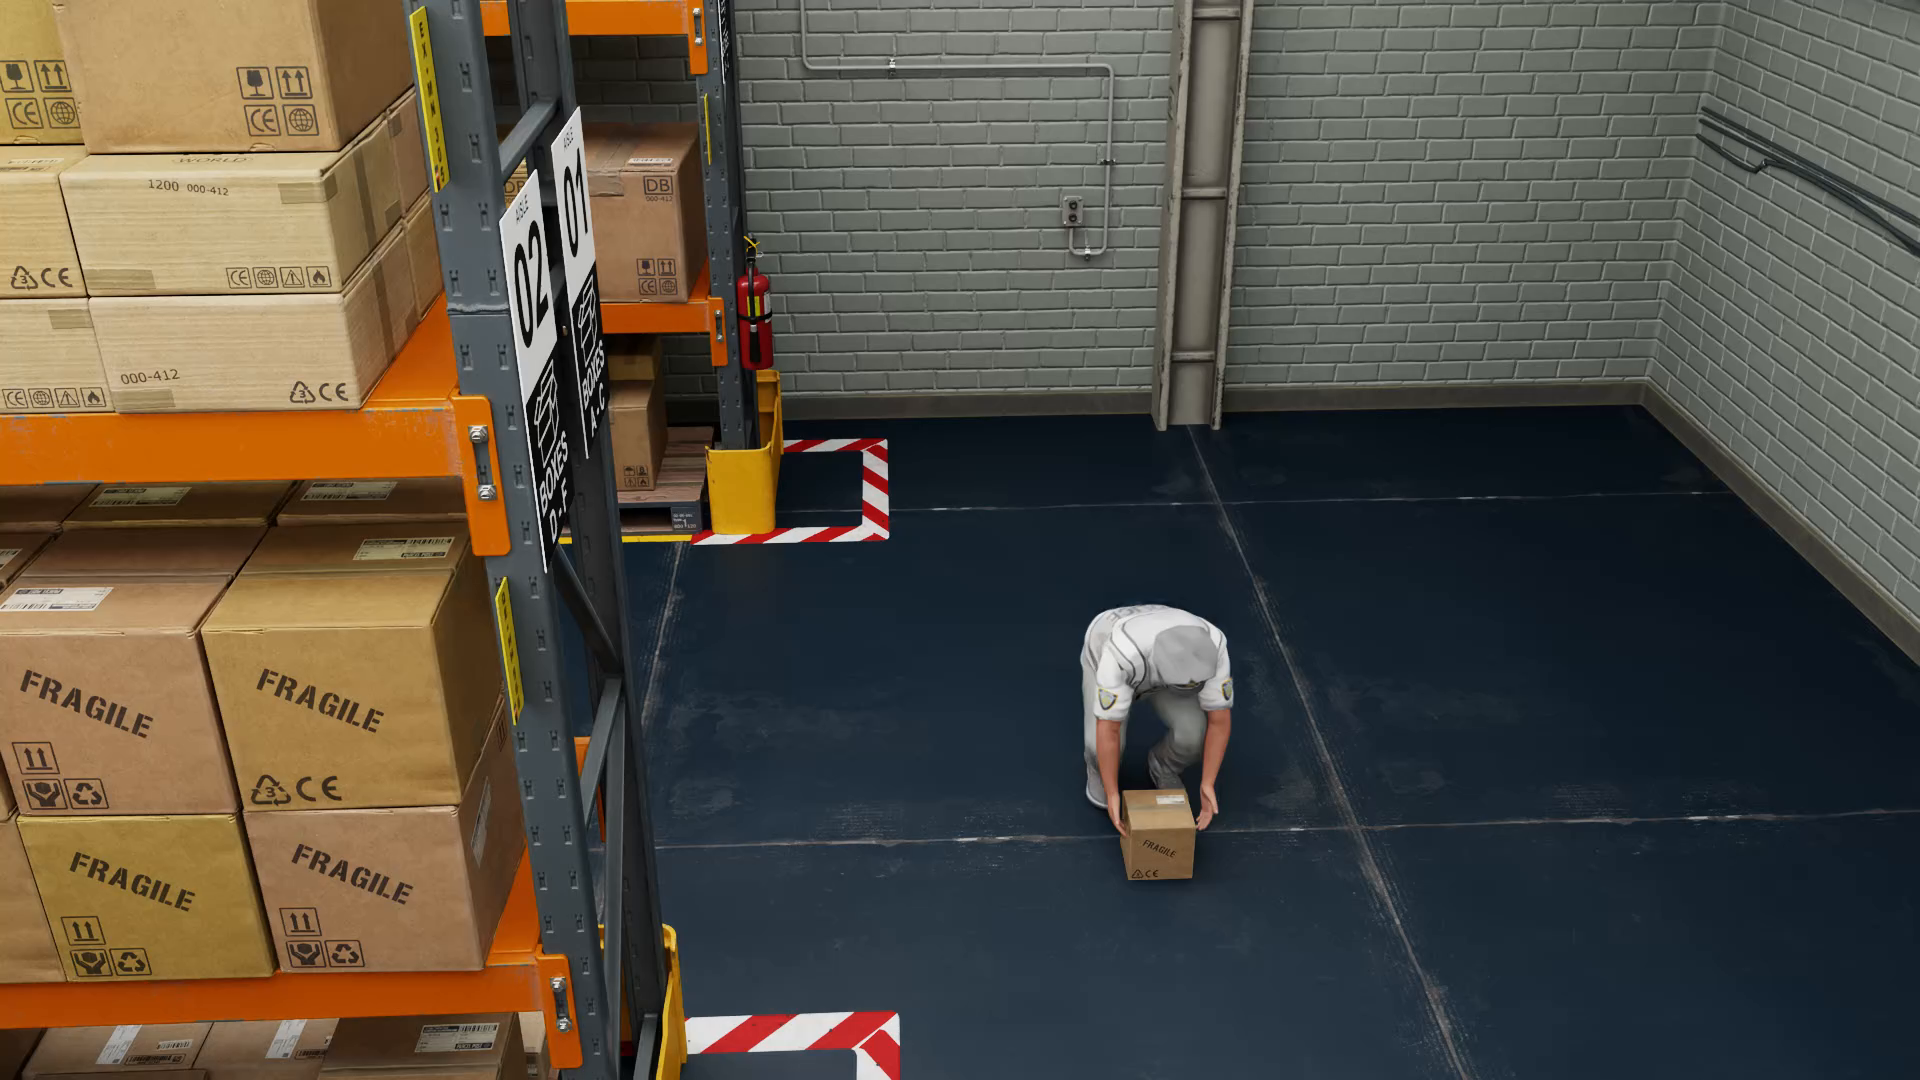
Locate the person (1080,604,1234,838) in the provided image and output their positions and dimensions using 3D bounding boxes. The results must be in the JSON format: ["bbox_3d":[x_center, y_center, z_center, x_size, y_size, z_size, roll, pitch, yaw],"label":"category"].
[{"bbox_3d":[0.777,0.647,6.653,0.570,1.030,0.942,-1,27,-3],"label":"person"}]
